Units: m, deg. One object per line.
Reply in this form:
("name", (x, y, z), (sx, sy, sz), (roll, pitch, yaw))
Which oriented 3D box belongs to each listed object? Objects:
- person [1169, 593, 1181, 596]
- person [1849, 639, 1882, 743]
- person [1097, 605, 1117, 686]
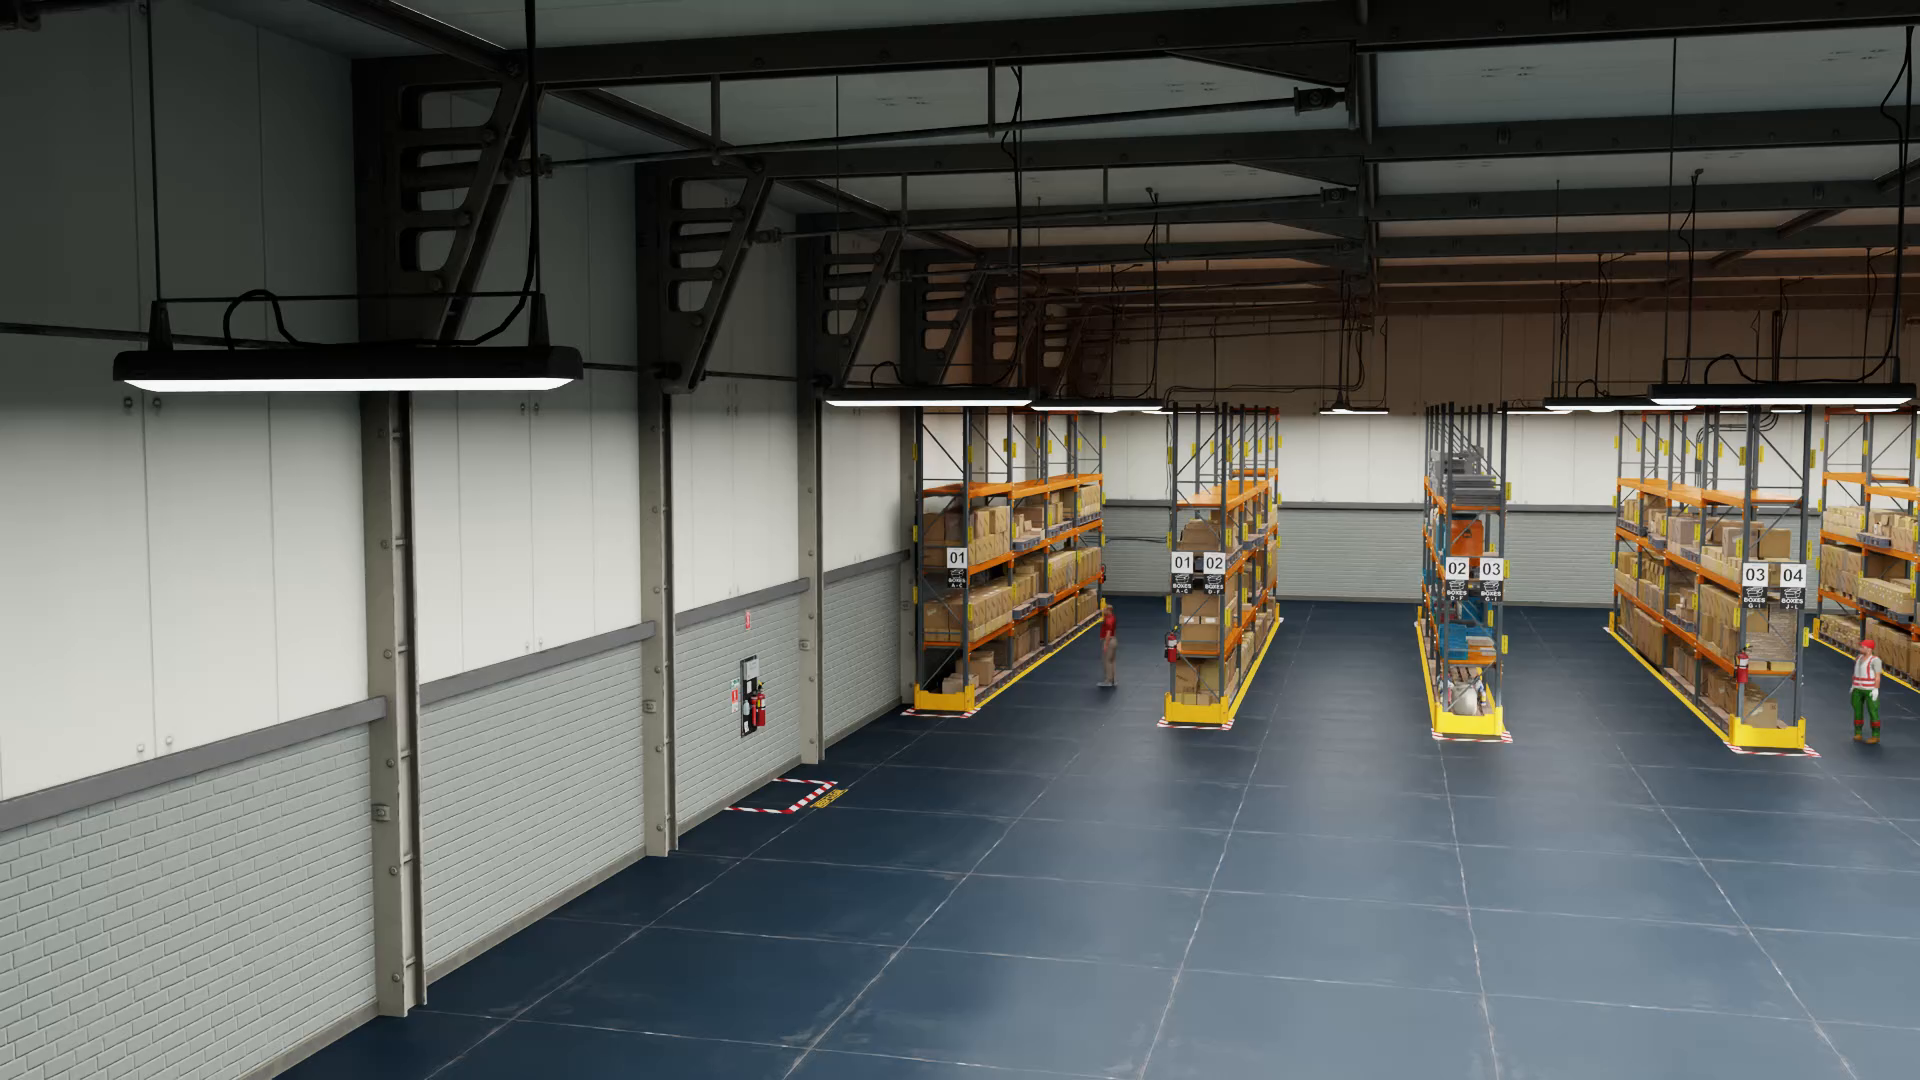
("person", (6.708, 1.154, 50.321), (0.582, 1.690, 0.732), (-3, 5, -39))
("person", (15.990, 2.650, 29.387), (0.408, 1.796, 0.560), (-3, 5, -39))
("person", (3.132, 2.243, 35.366), (0.397, 1.742, 0.618), (1, 4, 13))
